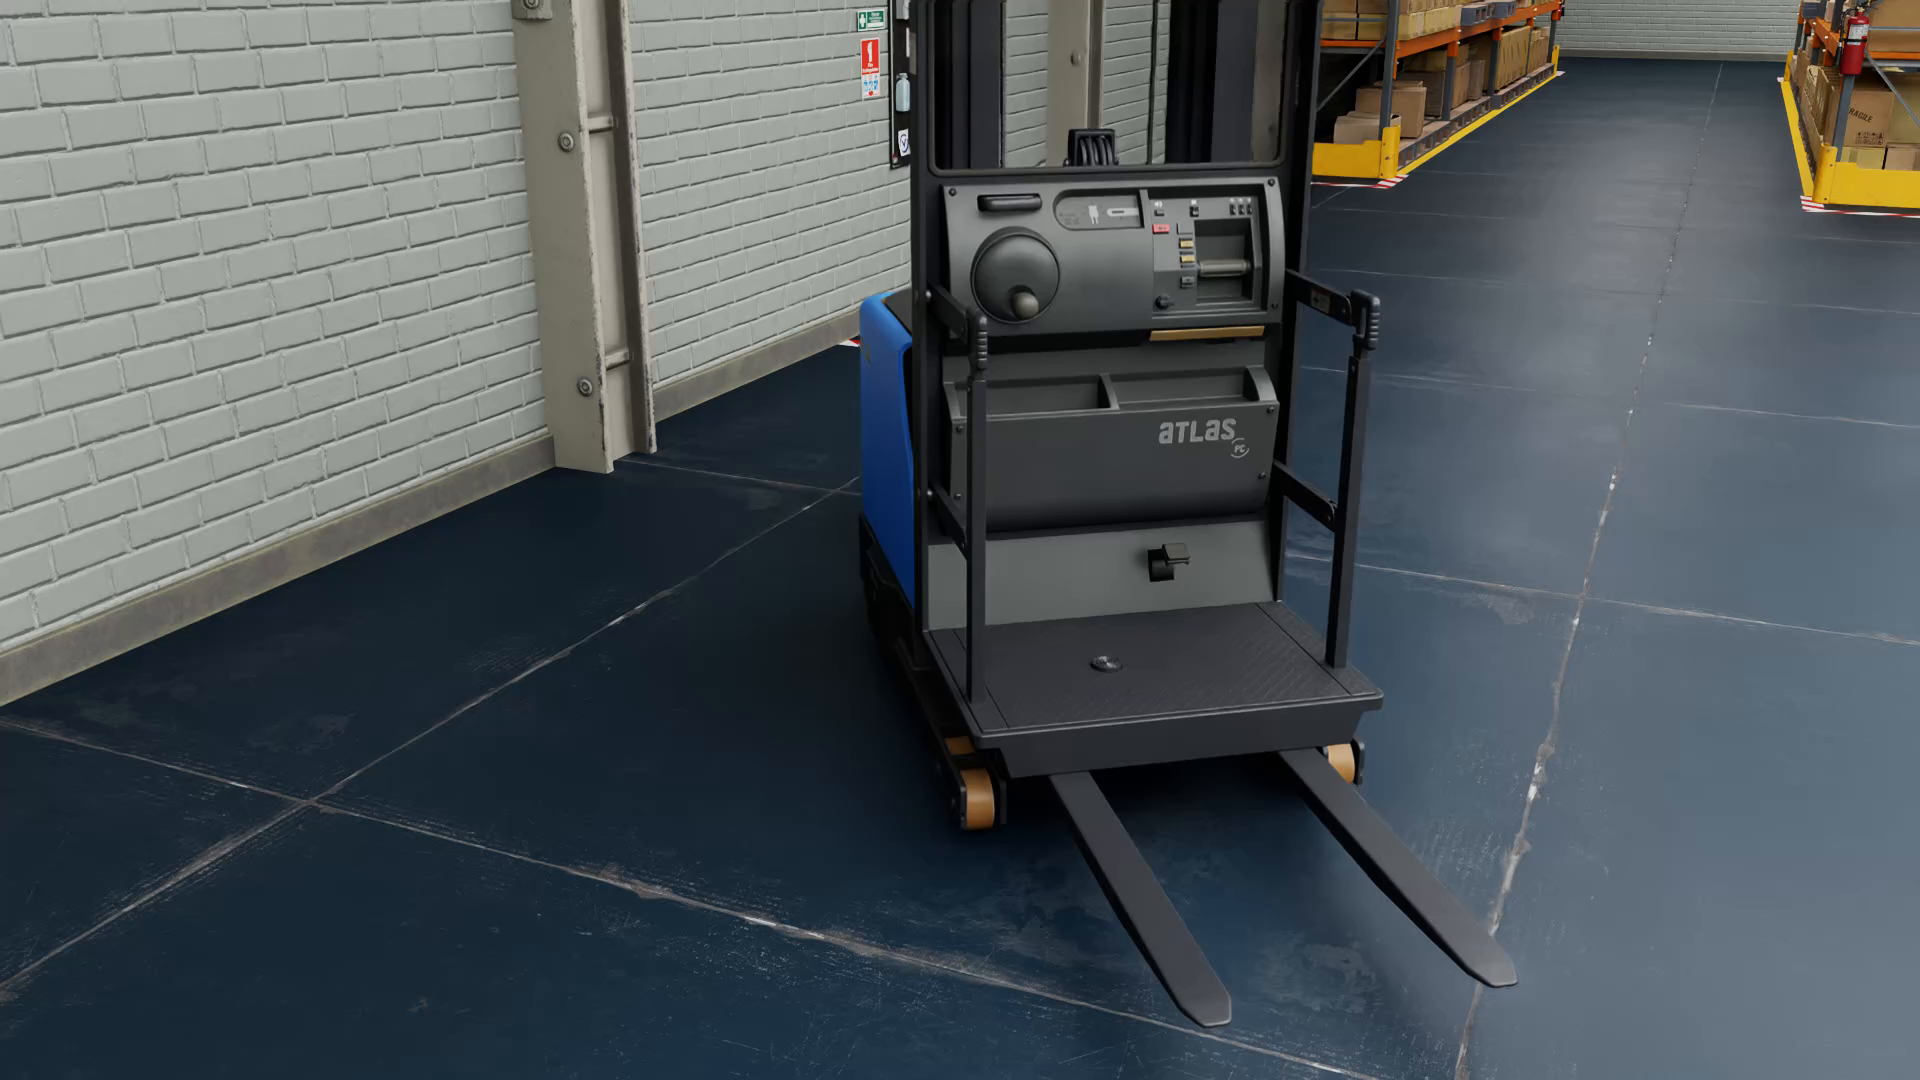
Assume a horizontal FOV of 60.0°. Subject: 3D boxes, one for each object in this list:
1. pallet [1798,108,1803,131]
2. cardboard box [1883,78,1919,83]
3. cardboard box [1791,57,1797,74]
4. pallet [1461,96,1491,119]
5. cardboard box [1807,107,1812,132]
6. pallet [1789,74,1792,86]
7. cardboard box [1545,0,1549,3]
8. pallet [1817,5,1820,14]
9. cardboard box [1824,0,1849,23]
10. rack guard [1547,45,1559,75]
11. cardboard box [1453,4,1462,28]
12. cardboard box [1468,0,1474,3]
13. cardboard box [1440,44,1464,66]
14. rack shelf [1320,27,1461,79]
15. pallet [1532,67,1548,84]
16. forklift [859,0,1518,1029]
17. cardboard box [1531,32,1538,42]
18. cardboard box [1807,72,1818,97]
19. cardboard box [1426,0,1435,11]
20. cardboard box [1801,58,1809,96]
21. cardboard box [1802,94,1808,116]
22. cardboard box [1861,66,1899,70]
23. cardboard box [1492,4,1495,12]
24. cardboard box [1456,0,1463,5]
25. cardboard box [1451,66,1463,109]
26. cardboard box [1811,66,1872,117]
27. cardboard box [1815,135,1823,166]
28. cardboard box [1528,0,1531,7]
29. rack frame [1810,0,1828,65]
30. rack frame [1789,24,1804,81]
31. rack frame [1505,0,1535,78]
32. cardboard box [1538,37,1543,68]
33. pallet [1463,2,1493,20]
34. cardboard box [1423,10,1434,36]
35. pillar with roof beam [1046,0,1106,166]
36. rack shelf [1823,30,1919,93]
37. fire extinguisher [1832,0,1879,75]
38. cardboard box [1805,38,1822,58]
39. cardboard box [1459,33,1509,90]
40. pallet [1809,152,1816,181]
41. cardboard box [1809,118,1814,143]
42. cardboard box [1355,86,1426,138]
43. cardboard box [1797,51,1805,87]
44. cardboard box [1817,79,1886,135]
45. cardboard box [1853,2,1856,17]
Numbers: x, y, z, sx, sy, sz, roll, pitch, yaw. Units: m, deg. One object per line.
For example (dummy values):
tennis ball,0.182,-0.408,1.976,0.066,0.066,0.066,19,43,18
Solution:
pallet,11.233,-5.328,21.136,1.003,0.211,1.213,9,21,23
cardboard box,9.369,-4.290,16.413,0.500,0.500,0.500,9,21,23
cardboard box,13.991,-7.813,27.408,0.500,0.250,0.500,9,21,23
pallet,6.763,-6.014,23.066,1.003,0.211,1.213,9,21,23
cardboard box,9.873,-4.734,18.782,0.500,0.250,0.500,8,21,22
pallet,14.525,-7.753,27.954,1.003,0.211,1.213,9,21,23
cardboard box,9.553,-9.541,28.372,0.980,0.700,0.700,7,21,20
pallet,12.398,-7.393,23.067,1.003,0.211,1.213,9,21,23
cardboard box,11.063,-6.600,20.682,0.500,0.311,0.500,8,21,22
rack guard,10.371,-8.842,30.586,1.175,0.500,0.348,9,21,23
cardboard box,5.529,-6.097,19.329,0.500,0.250,0.500,9,21,23
cardboard box,6.163,-7.125,21.221,0.700,0.500,0.500,12,23,30
cardboard box,6.341,-6.399,21.940,0.500,0.250,0.500,8,21,22
rack shelf,4.628,-5.394,18.233,1.077,0.370,4.000,9,21,23
pallet,9.604,-8.072,28.851,1.003,0.211,1.213,9,21,23
forklift,0.464,-0.759,4.228,1.130,2.935,3.031,-4,20,-12
cardboard box,9.429,-8.410,27.775,0.380,0.149,0.250,9,22,25
cardboard box,10.495,-5.461,19.987,0.500,0.311,0.500,8,21,22
cardboard box,4.707,-5.825,17.446,0.500,0.500,0.500,8,21,21
cardboard box,11.987,-6.394,23.046,0.500,0.500,0.500,8,21,21
cardboard box,10.711,-5.357,20.533,0.500,0.250,0.500,8,21,21
cardboard box,11.616,-5.861,21.113,0.500,0.311,0.500,9,22,24
cardboard box,7.431,-7.527,23.502,0.380,0.149,0.250,8,21,22
cardboard box,5.535,-6.449,19.202,0.500,0.500,0.500,8,21,23
cardboard box,6.145,-5.916,21.702,0.700,0.500,0.500,9,21,23
cardboard box,9.492,-4.822,17.910,0.500,0.500,0.500,9,21,23
cardboard box,8.473,-3.704,15.885,0.500,0.250,0.500,9,21,23
cardboard box,8.761,-8.458,26.121,0.380,0.149,0.250,9,21,24
rack frame,11.606,-6.888,21.361,1.000,3.000,0.127,9,21,23
rack frame,14.881,-9.334,28.238,1.000,3.000,0.127,9,21,23
rack frame,8.723,-8.790,26.708,1.000,3.000,0.127,9,21,23
cardboard box,9.755,-8.498,28.992,0.700,0.500,0.500,8,21,21
pallet,6.311,-6.866,21.584,1.003,0.211,1.213,9,21,23
cardboard box,4.712,-5.481,17.599,0.500,0.250,0.500,8,21,22
pillar with roof beam,4.777,-5.856,9.505,9.100,9.000,0.400,9,21,23
rack shelf,9.149,-4.715,16.325,1.077,0.370,4.000,9,21,23
fire extinguisher,7.857,-4.434,14.575,0.296,0.674,0.183,9,21,23
cardboard box,12.209,-6.920,23.406,0.500,0.250,0.500,8,21,22
cardboard box,7.506,-6.959,24.141,0.750,0.750,0.750,8,21,22
pallet,9.105,-3.740,16.671,1.003,0.211,1.213,9,21,23
cardboard box,9.292,-4.316,17.604,0.500,0.250,0.500,9,21,23
cardboard box,4.754,-4.742,18.399,0.700,0.500,0.500,7,21,19
cardboard box,12.823,-7.026,24.823,0.500,0.500,0.500,8,21,20
cardboard box,8.674,-4.211,16.191,0.500,0.500,0.500,9,21,23
cardboard box,9.582,-5.414,17.067,0.700,0.500,0.500,8,21,22
